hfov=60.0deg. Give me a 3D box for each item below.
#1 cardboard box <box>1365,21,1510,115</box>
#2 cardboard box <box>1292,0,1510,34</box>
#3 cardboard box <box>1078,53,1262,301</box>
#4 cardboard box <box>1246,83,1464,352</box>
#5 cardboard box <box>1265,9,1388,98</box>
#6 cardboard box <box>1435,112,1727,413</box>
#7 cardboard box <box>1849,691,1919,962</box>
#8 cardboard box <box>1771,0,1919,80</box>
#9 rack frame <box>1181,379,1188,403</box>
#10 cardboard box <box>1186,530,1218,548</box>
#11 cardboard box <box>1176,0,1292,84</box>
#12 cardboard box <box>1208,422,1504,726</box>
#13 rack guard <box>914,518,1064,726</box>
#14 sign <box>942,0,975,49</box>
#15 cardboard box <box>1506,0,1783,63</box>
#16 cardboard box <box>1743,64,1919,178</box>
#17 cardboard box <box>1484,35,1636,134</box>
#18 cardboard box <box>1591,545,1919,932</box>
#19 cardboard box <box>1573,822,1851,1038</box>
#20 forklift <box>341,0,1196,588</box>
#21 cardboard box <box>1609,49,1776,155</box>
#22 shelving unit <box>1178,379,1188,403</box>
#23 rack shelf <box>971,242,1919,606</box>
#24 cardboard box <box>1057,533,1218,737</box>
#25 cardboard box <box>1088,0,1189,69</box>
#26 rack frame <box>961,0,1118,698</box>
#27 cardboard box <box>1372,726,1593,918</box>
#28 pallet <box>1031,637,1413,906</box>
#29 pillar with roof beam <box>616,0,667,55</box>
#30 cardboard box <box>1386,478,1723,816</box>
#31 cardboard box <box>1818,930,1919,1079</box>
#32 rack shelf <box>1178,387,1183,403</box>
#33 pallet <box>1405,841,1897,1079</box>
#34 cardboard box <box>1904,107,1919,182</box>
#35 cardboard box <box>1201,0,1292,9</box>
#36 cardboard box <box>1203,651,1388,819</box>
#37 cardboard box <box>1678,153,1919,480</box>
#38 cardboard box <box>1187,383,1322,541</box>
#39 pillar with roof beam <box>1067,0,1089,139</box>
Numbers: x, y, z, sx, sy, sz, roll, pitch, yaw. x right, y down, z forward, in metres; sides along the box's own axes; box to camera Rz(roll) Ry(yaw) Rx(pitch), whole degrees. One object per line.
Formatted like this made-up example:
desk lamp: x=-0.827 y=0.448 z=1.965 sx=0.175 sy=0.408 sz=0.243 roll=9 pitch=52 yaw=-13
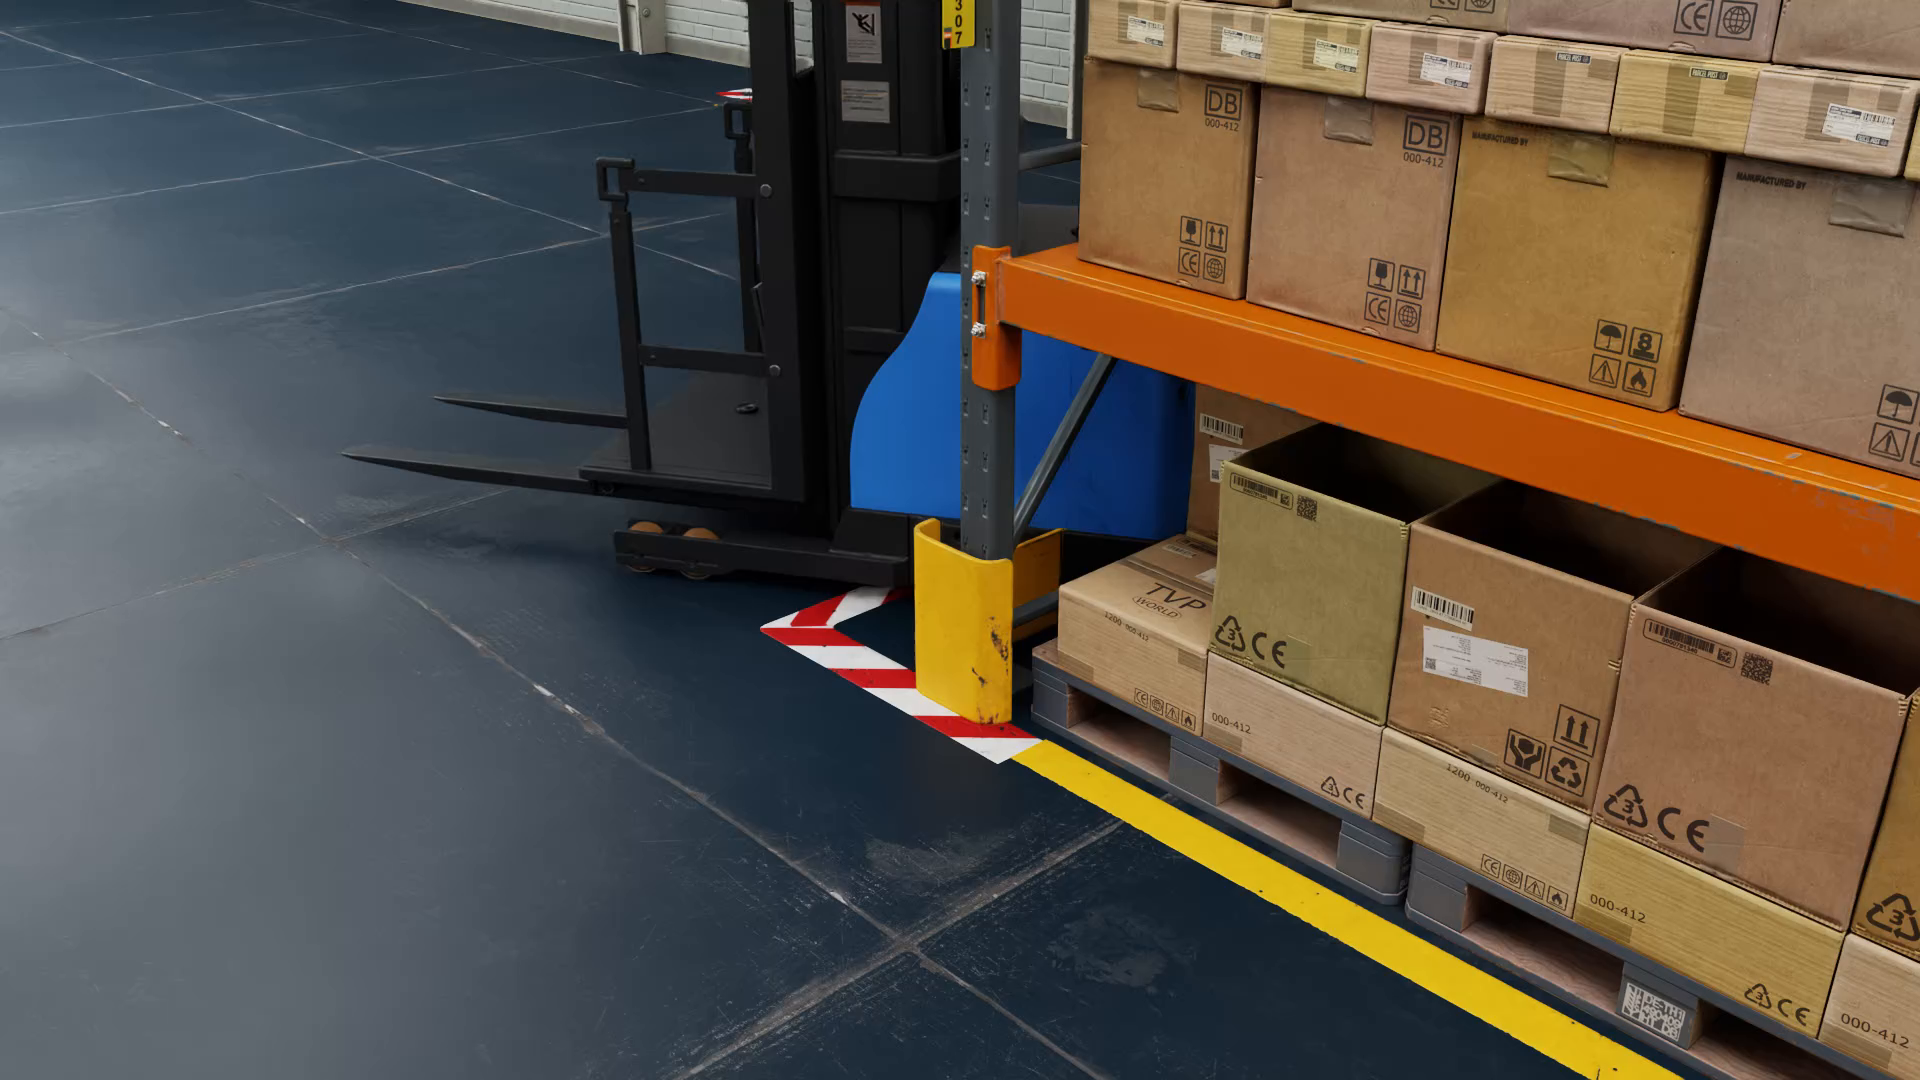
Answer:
cardboard box: x=1.040 y=-0.976 z=3.374 sx=0.380 sy=0.149 sz=0.250 roll=-22 pitch=32 yaw=-39
cardboard box: x=1.115 y=-1.365 z=3.444 sx=0.700 sy=0.500 sz=0.500 roll=-22 pitch=33 yaw=-40
cardboard box: x=0.716 y=-0.948 z=4.095 sx=0.700 sy=0.500 sz=0.500 roll=-21 pitch=32 yaw=-38
cardboard box: x=1.078 y=-0.791 z=3.749 sx=0.700 sy=0.500 sz=0.500 roll=-20 pitch=31 yaw=-37
cardboard box: x=0.869 y=-1.054 z=3.543 sx=0.380 sy=0.149 sz=0.250 roll=-21 pitch=32 yaw=-38
cardboard box: x=1.413 y=-0.639 z=3.415 sx=0.700 sy=0.500 sz=0.500 roll=-21 pitch=32 yaw=-38
cardboard box: x=1.986 y=0.499 z=2.946 sx=0.500 sy=0.500 sz=0.500 roll=-21 pitch=32 yaw=-38
cardboard box: x=1.803 y=-1.061 z=2.777 sx=0.700 sy=0.500 sz=0.500 roll=-21 pitch=32 yaw=-38
rack frame: x=0.687 y=-0.295 z=5.052 sx=0.006 sy=0.900 sz=0.240 roll=21 pitch=44 yaw=19
cardboard box: x=0.988 y=0.091 z=4.744 sx=0.500 sy=0.250 sz=0.500 roll=-21 pitch=32 yaw=-38
cardboard box: x=0.699 y=-1.129 z=3.710 sx=0.380 sy=0.149 sz=0.250 roll=-22 pitch=33 yaw=-40
cardboard box: x=0.953 y=0.047 z=3.936 sx=0.500 sy=0.500 sz=0.500 roll=-21 pitch=32 yaw=-38
rack guard: x=0.390 y=0.082 z=4.968 sx=1.175 sy=0.500 sz=0.348 roll=-21 pitch=32 yaw=-38
sign: x=-0.003 y=-1.322 z=3.896 sx=0.100 sy=0.325 sz=0.005 roll=-21 pitch=32 yaw=-38
cardboard box: x=1.460 y=-1.212 z=3.110 sx=0.700 sy=0.500 sz=0.500 roll=-21 pitch=32 yaw=-38
cardboard box: x=1.567 y=-0.743 z=2.862 sx=0.380 sy=0.149 sz=0.250 roll=-21 pitch=32 yaw=-38
cardboard box: x=1.224 y=-0.896 z=3.199 sx=0.250 sy=0.149 sz=0.380 roll=23 pitch=33 yaw=40
cardboard box: x=1.633 y=0.351 z=3.269 sx=0.500 sy=0.500 sz=0.500 roll=-21 pitch=32 yaw=-38
cardboard box: x=1.634 y=0.692 z=3.425 sx=0.500 sy=0.250 sz=0.500 roll=-21 pitch=32 yaw=-38
forklift: x=-0.646 y=-1.406 z=5.301 sx=3.031 sy=2.935 sz=1.130 roll=6 pitch=25 yaw=14
cardboard box: x=1.399 y=-0.819 z=3.029 sx=0.380 sy=0.149 sz=0.250 roll=-22 pitch=32 yaw=-39
shelving unit: x=0.597 y=-0.329 z=5.085 sx=0.210 sy=0.900 sz=0.258 roll=21 pitch=44 yaw=19
rack shelf: x=1.773 y=-0.115 z=3.254 sx=1.077 sy=0.370 sz=4.000 roll=-21 pitch=32 yaw=-38
cardboard box: x=0.610 y=0.237 z=4.422 sx=0.500 sy=0.250 sz=0.500 roll=-21 pitch=32 yaw=-38
cardboard box: x=0.517 y=-1.209 z=3.883 sx=0.380 sy=0.149 sz=0.250 roll=-22 pitch=32 yaw=-39
rack frame: x=0.406 y=-1.048 z=4.433 sx=1.000 sy=3.000 sz=0.127 roll=-21 pitch=32 yaw=-38
cardboard box: x=1.296 y=0.539 z=3.760 sx=0.500 sy=0.250 sz=0.500 roll=-21 pitch=32 yaw=-38
pallet: x=0.959 y=0.440 z=4.530 sx=1.003 sy=0.211 sz=1.213 roll=-21 pitch=32 yaw=-38
pillar with roof beam: x=-6.215 y=-7.632 z=11.636 sx=9.100 sy=9.000 sz=0.400 roll=-21 pitch=32 yaw=-38
cardboard box: x=1.304 y=0.195 z=3.612 sx=0.500 sy=0.500 sz=0.500 roll=-21 pitch=32 yaw=-38
cardboard box: x=1.976 y=0.844 z=3.094 sx=0.500 sy=0.250 sz=0.500 roll=-21 pitch=32 yaw=-38
rack shelf: x=0.608 y=-0.508 z=4.930 sx=0.200 sy=0.077 sz=0.258 roll=21 pitch=44 yaw=19
pallet: x=1.789 y=0.810 z=3.720 sx=1.003 sy=0.211 sz=1.213 roll=-21 pitch=32 yaw=-38
cardboard box: x=1.747 y=-0.663 z=2.688 sx=0.380 sy=0.149 sz=0.250 roll=-20 pitch=31 yaw=-37
cardboard box: x=0.752 y=-1.523 z=3.790 sx=0.700 sy=0.500 sz=0.500 roll=-21 pitch=32 yaw=-38
cardboard box: x=0.955 y=0.388 z=4.093 sx=0.500 sy=0.250 sz=0.500 roll=-21 pitch=32 yaw=-38
cardboard box: x=1.776 y=-0.480 z=3.068 sx=0.700 sy=0.500 sz=0.500 roll=-20 pitch=31 yaw=-37
cardboard box: x=0.990 y=-0.251 z=4.590 sx=0.500 sy=0.500 sz=0.500 roll=-21 pitch=32 yaw=-38
pillar with roof beam: x=-2.114 y=-5.814 z=7.652 sx=9.100 sy=9.000 sz=0.400 roll=-21 pitch=32 yaw=-38
